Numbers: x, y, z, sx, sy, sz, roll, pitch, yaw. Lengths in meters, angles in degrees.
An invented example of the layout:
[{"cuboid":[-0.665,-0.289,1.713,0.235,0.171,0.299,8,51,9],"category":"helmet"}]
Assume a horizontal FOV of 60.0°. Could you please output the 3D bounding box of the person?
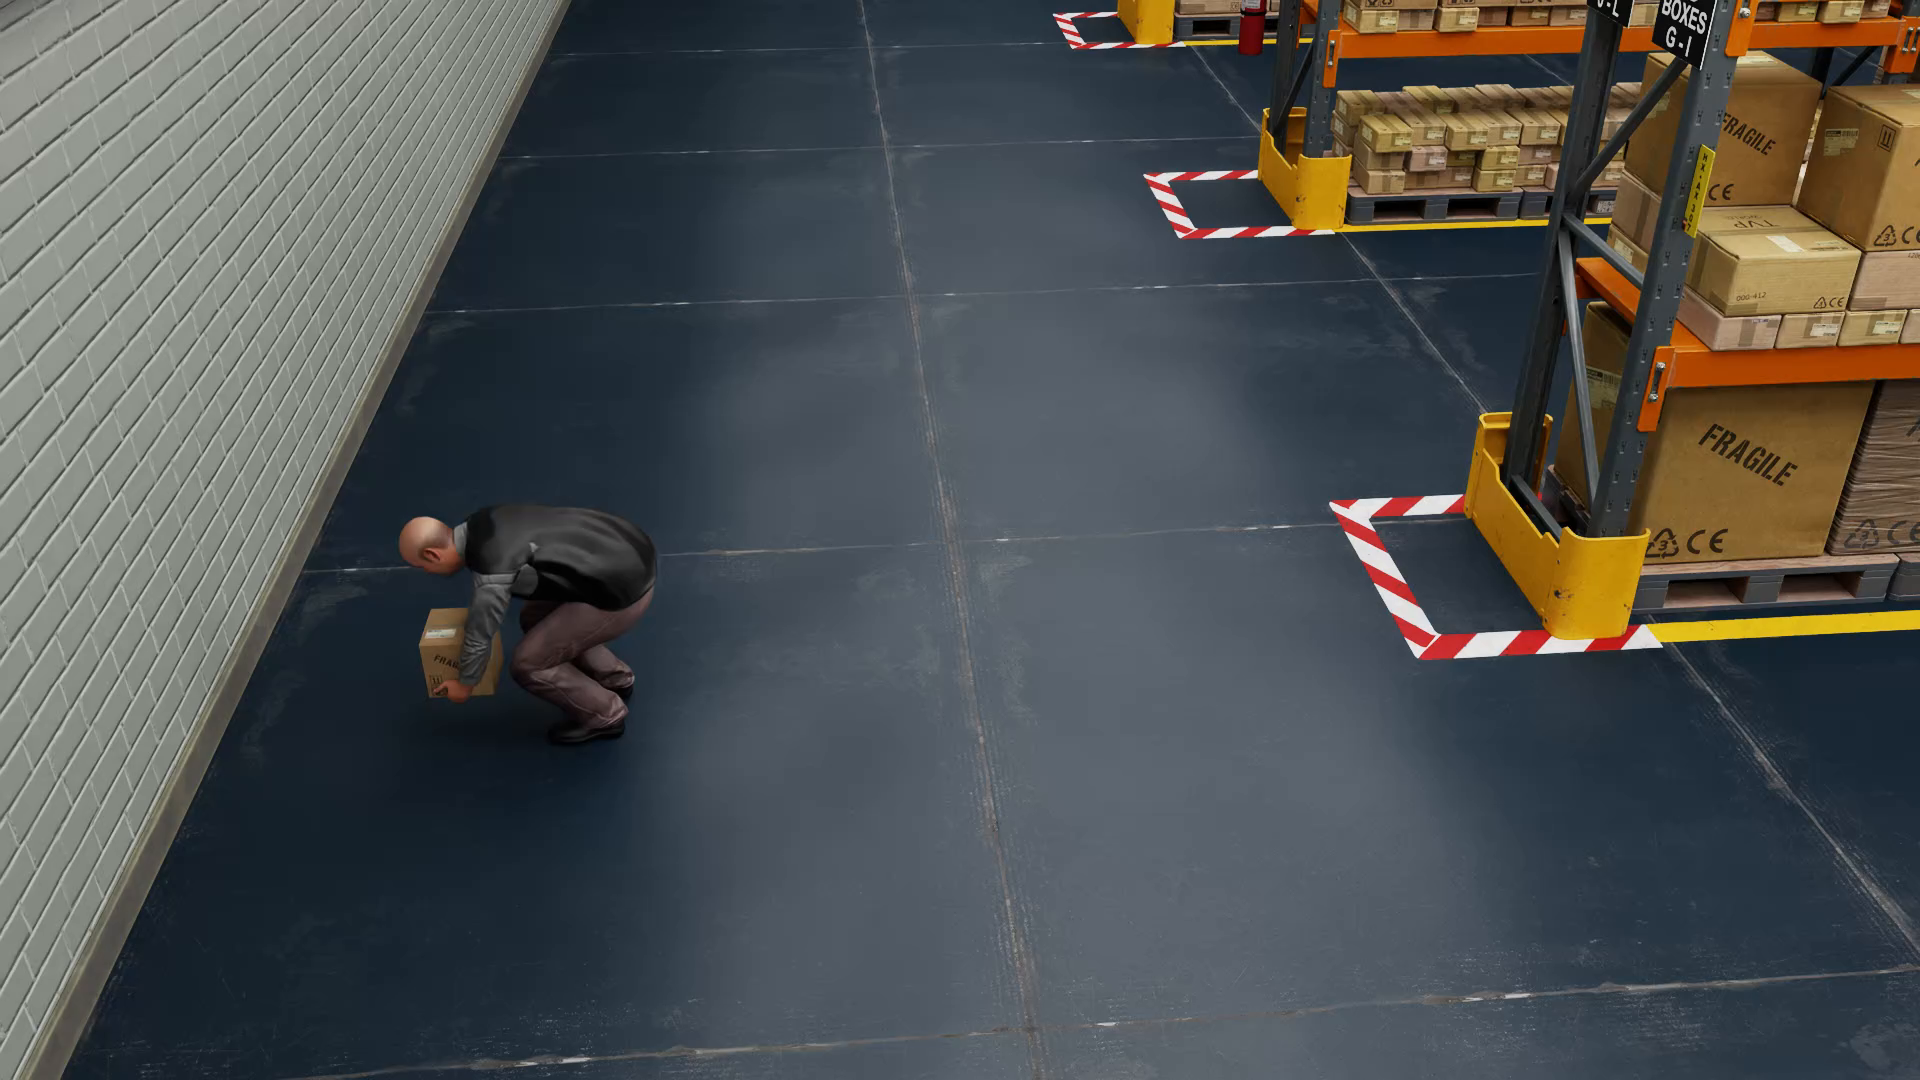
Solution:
[{"cuboid":[-1.617,0.301,6.406,0.928,0.954,0.520,-4,31,-6],"category":"person"}]
